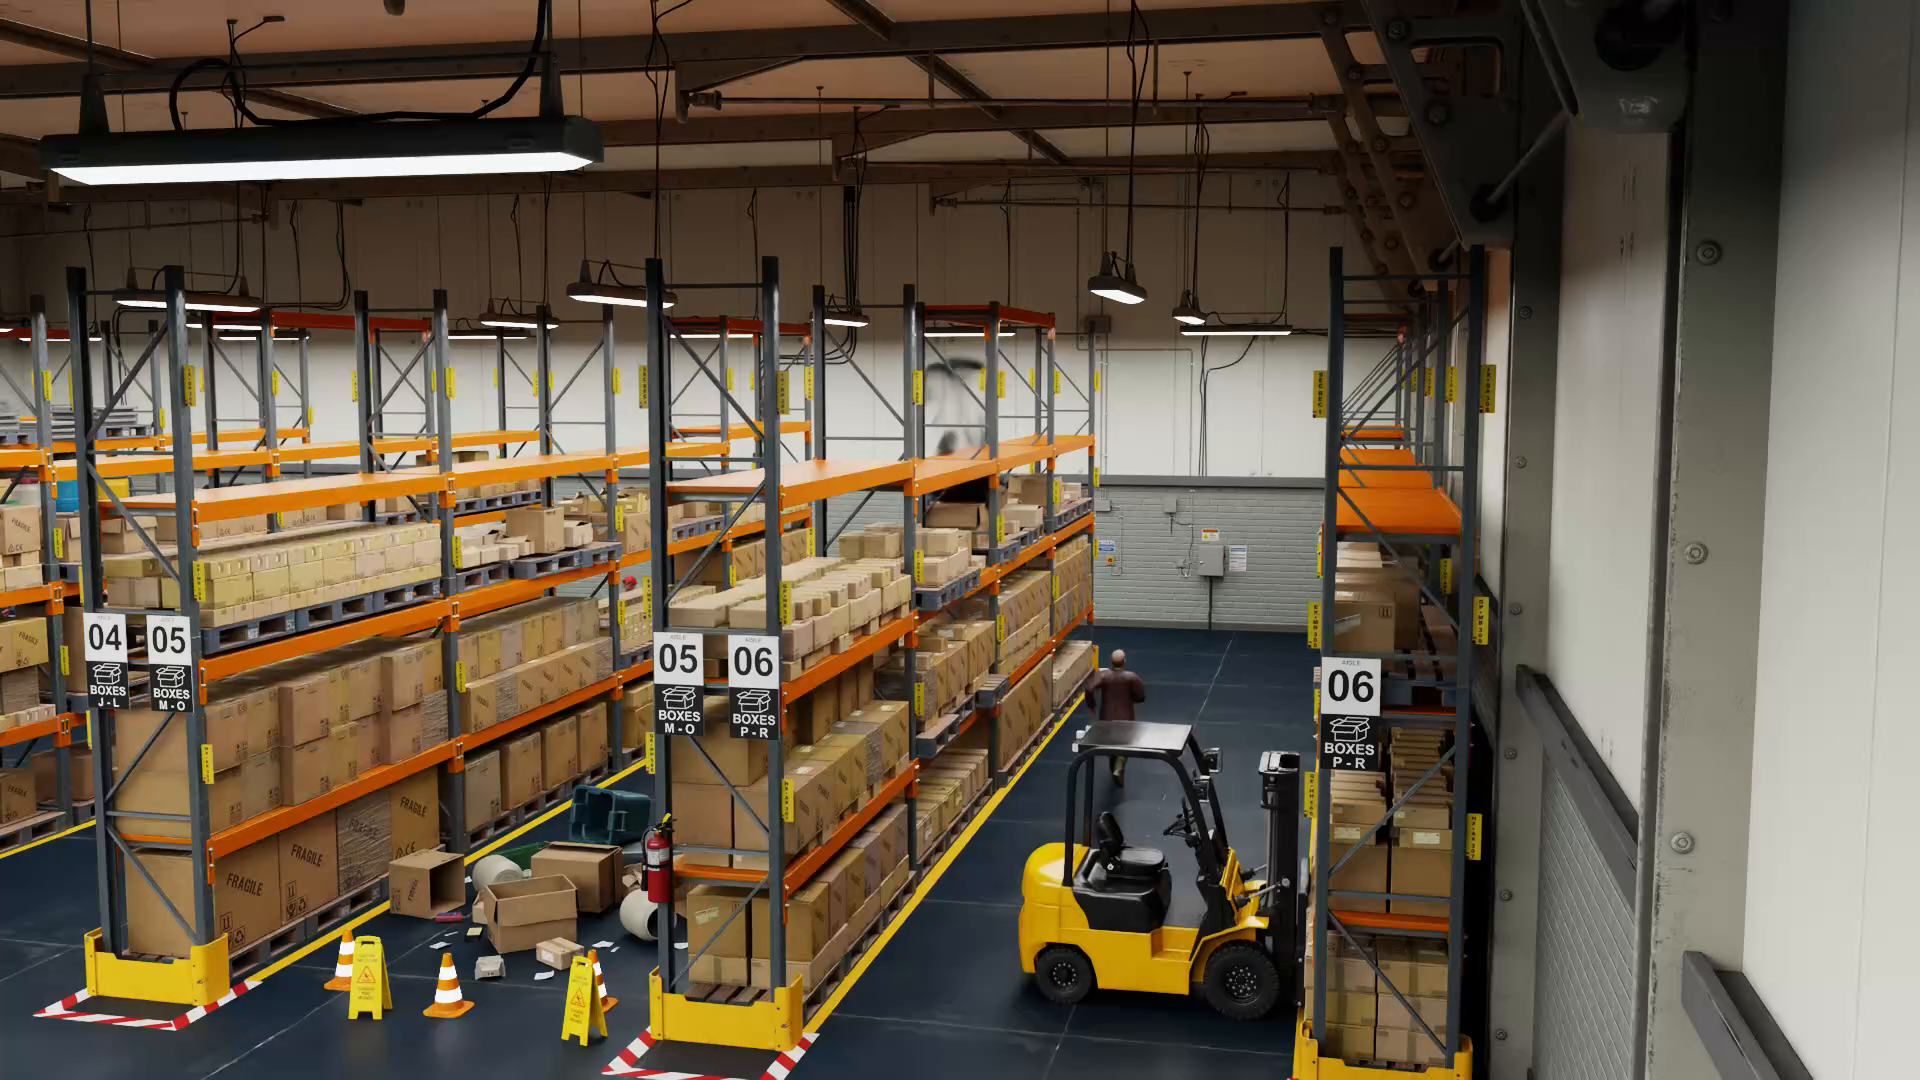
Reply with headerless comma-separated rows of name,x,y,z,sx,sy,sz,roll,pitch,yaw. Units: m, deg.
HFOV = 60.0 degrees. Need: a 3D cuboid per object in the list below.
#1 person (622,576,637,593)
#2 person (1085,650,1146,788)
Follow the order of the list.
person,-5.375,1.491,27.563,0.673,1.832,0.929,3,6,26
person,1.926,2.212,20.465,0.723,1.759,1.095,1,6,13
